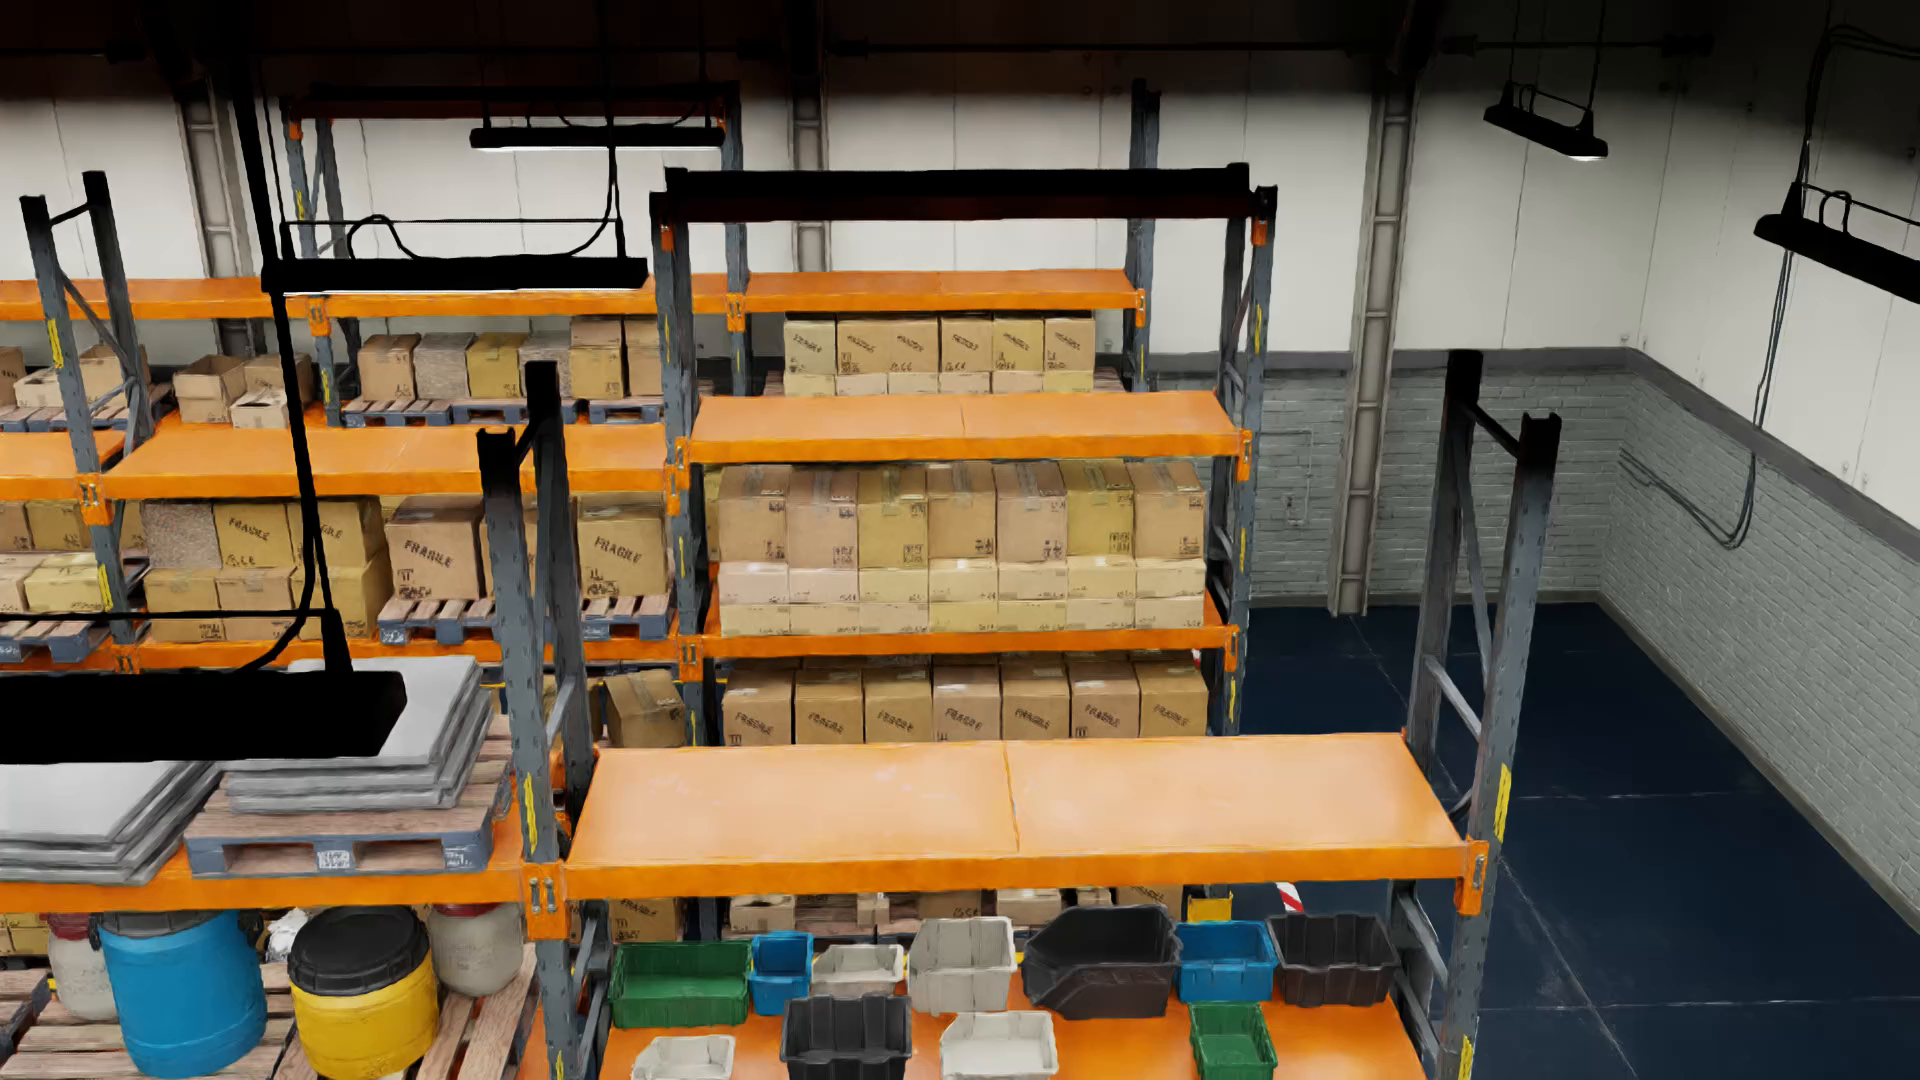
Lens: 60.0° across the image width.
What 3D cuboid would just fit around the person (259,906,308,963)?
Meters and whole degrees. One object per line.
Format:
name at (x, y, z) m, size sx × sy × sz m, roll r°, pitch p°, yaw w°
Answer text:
person at (-4.560, 3.056, 11.467) m, size 1.089 × 1.588 × 0.455 m, roll -2°, pitch 22°, yaw -5°
